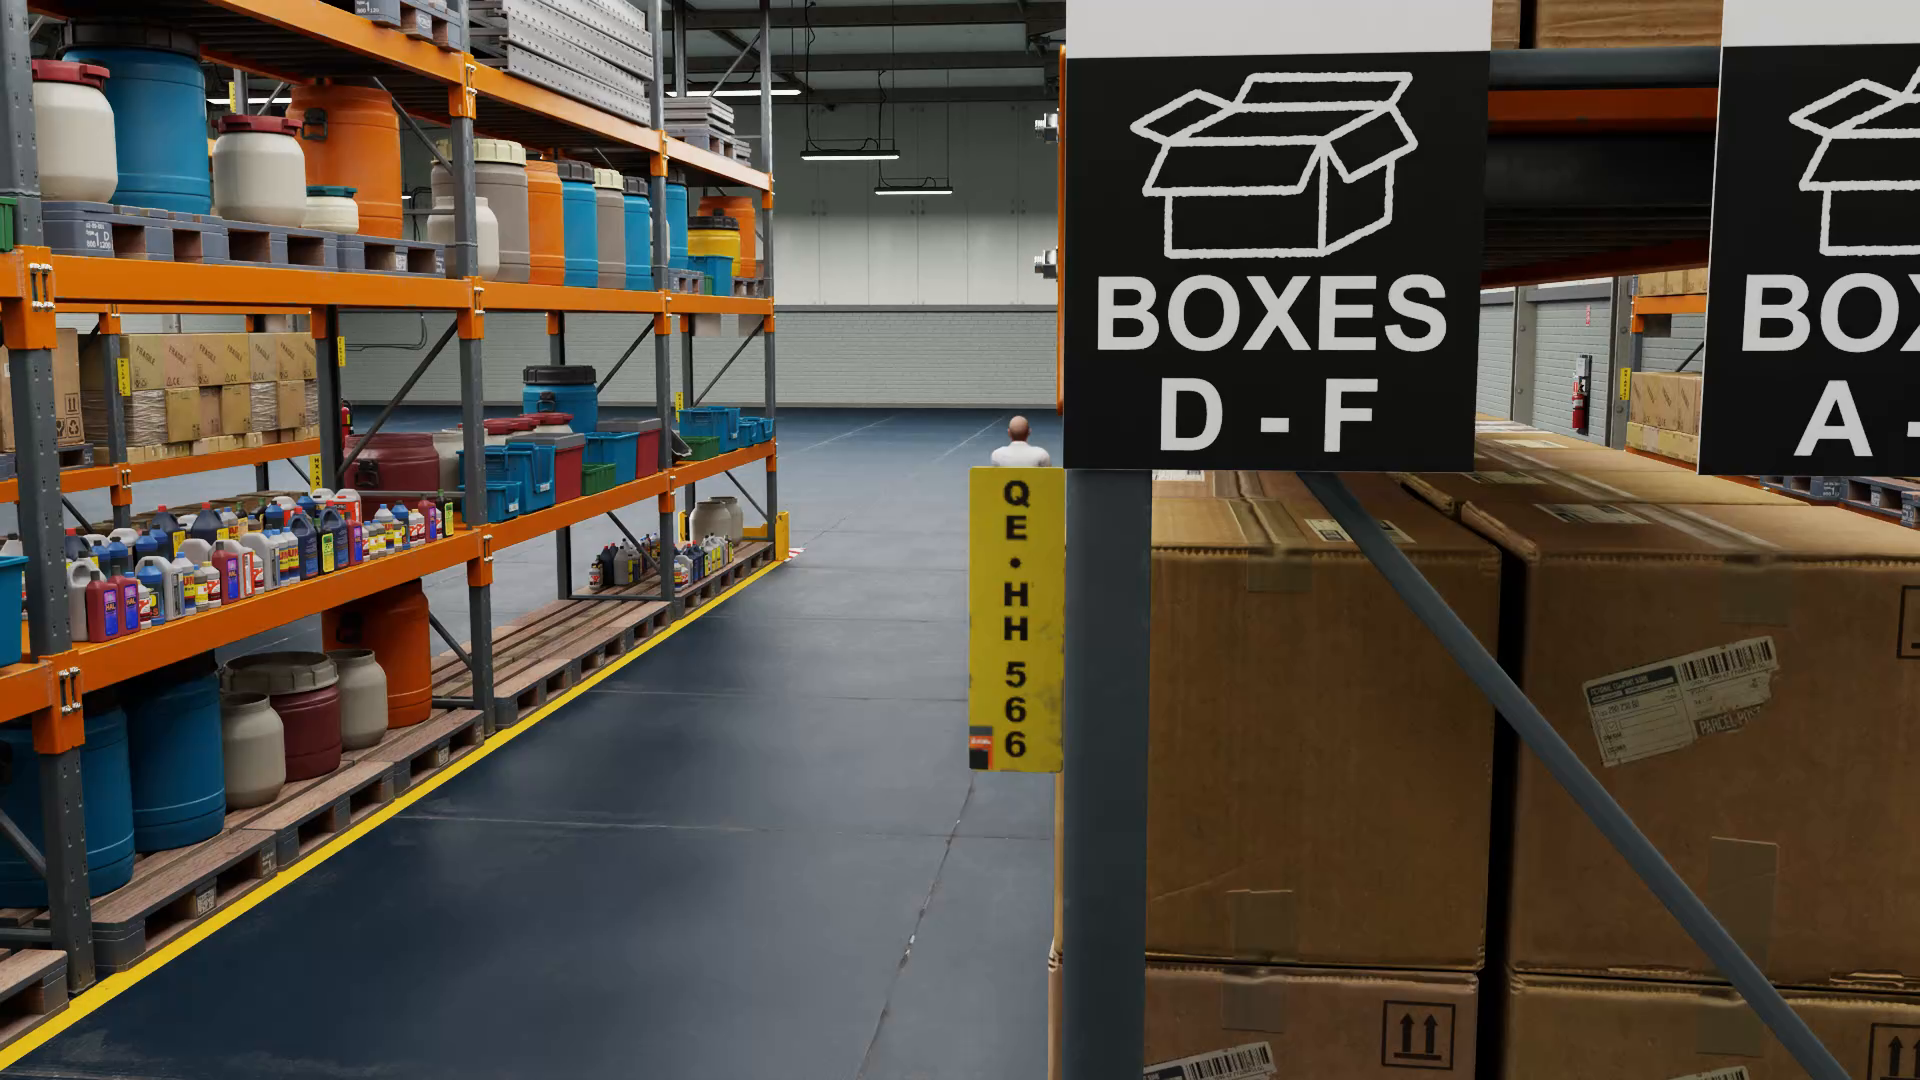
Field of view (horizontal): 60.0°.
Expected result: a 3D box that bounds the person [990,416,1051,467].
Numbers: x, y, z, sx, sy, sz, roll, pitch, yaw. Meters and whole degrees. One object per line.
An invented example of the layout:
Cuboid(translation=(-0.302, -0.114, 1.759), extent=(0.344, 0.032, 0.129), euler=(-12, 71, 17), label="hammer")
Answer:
Cuboid(translation=(0.535, -0.189, 14.285), extent=(0.529, 1.775, 0.554), euler=(1, 7, 7), label="person")
